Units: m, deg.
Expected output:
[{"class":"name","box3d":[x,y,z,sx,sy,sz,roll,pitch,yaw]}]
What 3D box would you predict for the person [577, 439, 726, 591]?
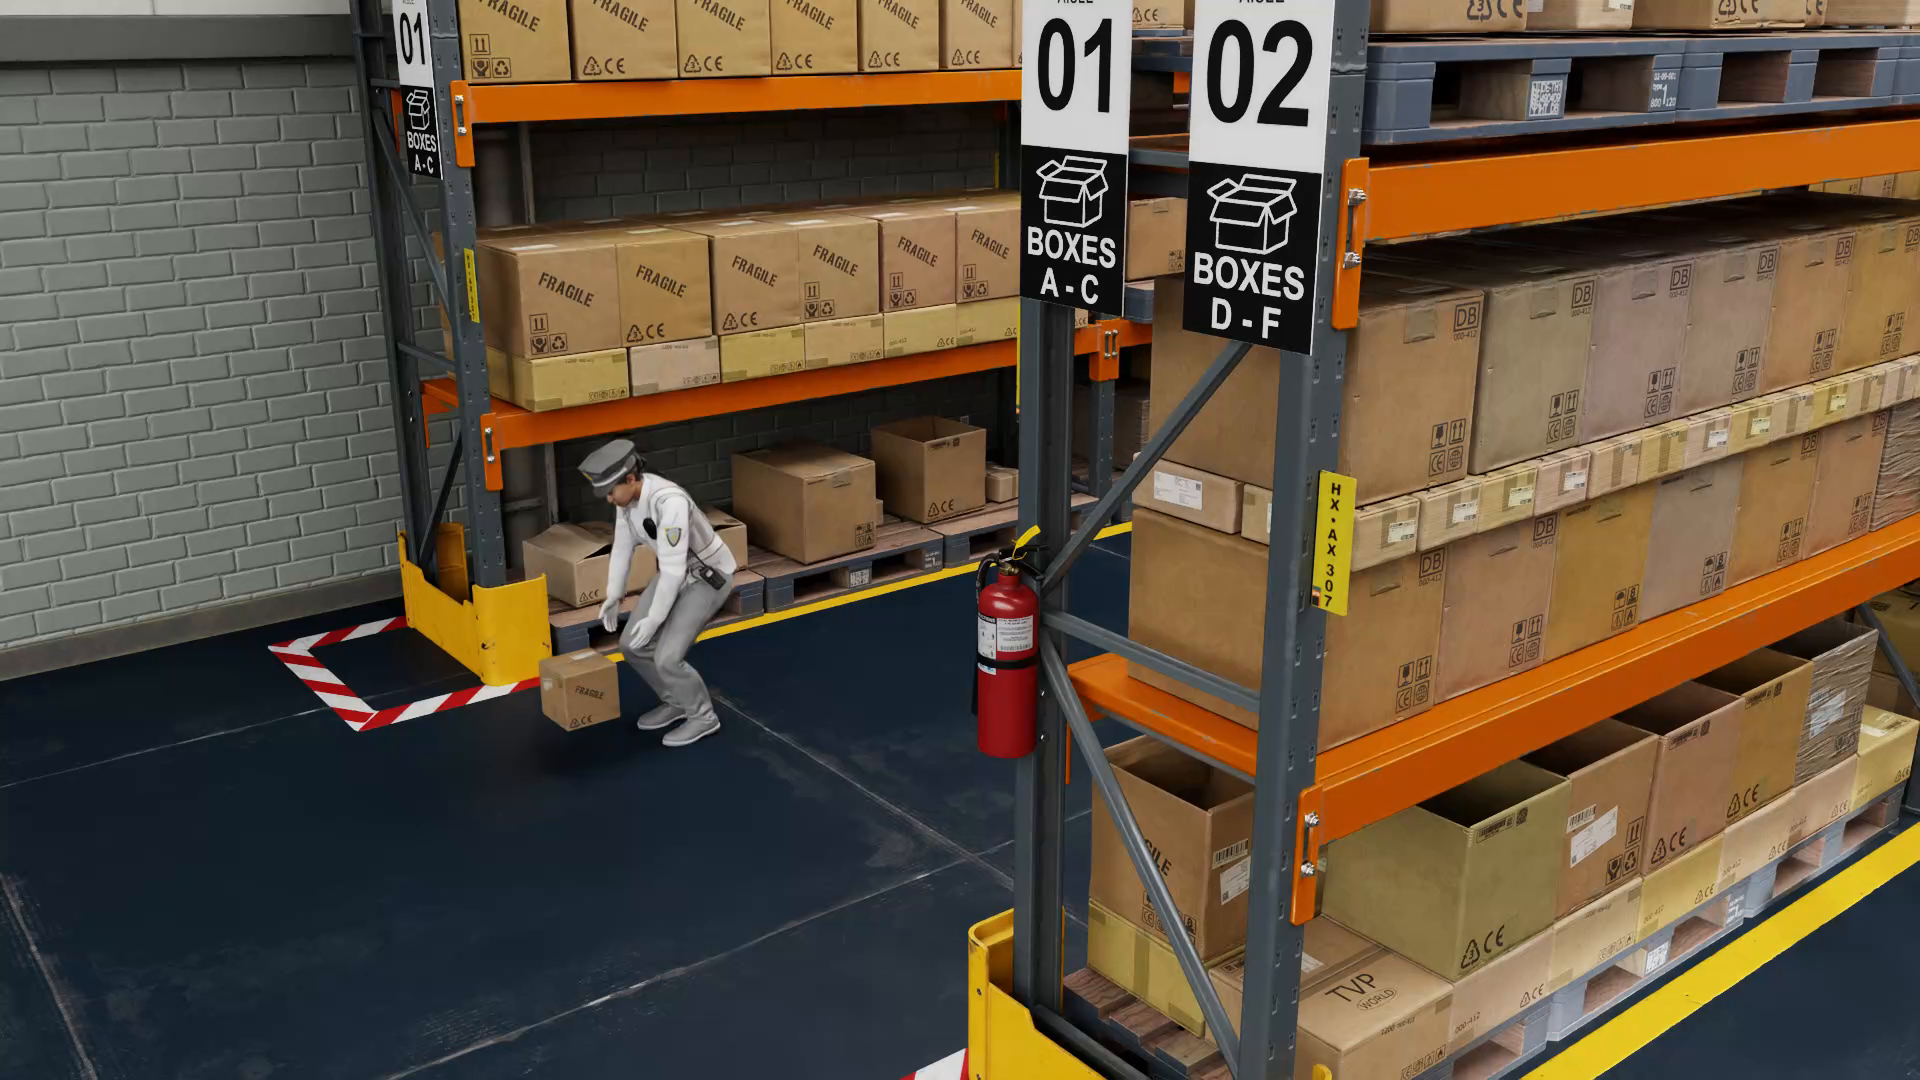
[{"class":"person","box3d":[-1.319,-0.118,7.209,0.683,0.698,0.380,-13,22,-36]}]
